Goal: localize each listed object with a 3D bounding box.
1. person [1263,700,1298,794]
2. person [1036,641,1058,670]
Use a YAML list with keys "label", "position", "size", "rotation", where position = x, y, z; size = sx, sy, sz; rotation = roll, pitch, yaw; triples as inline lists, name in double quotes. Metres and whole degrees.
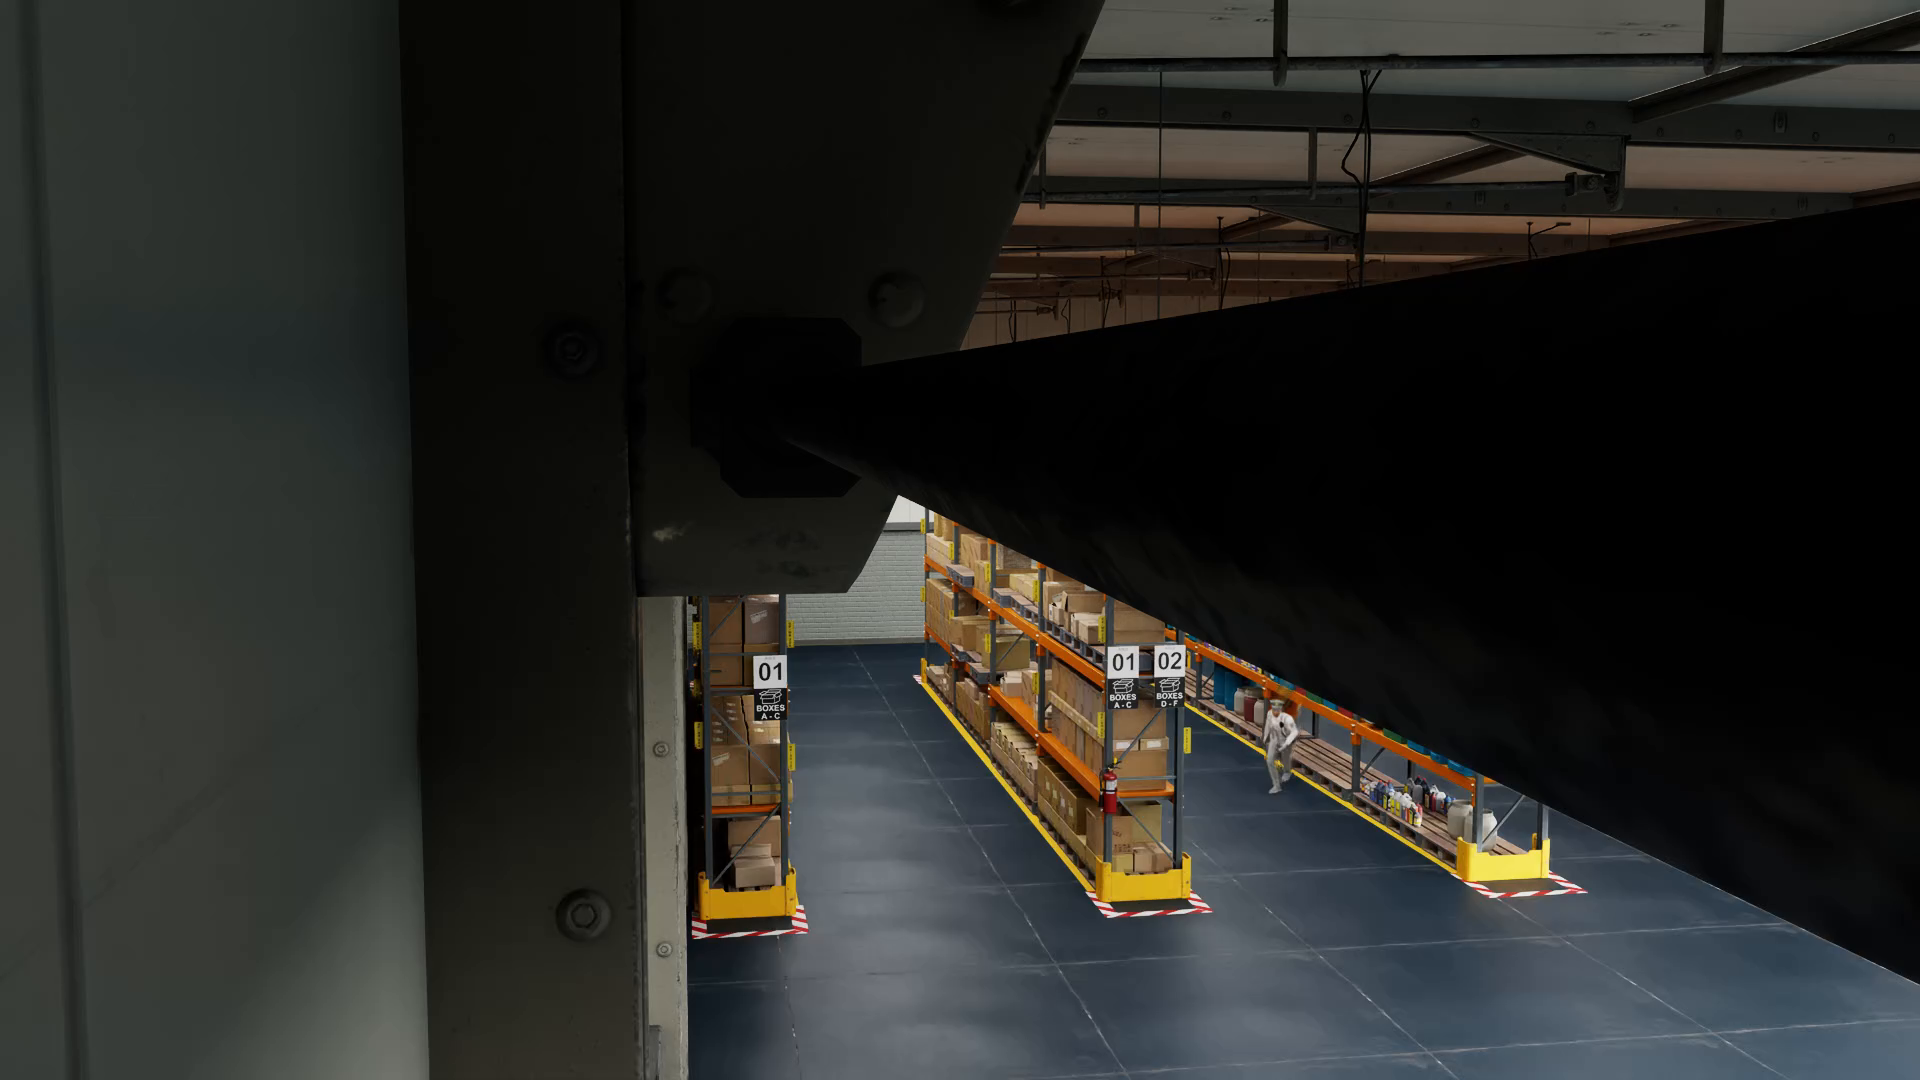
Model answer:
- label: "person"
  position: [5.154, 3.229, 26.512]
  size: [0.611, 1.503, 1.058]
  rotation: [3, 6, 30]
- label: "person"
  position: [1.839, 2.440, 34.653]
  size: [0.698, 1.711, 0.652]
  rotation: [1, 5, 7]
